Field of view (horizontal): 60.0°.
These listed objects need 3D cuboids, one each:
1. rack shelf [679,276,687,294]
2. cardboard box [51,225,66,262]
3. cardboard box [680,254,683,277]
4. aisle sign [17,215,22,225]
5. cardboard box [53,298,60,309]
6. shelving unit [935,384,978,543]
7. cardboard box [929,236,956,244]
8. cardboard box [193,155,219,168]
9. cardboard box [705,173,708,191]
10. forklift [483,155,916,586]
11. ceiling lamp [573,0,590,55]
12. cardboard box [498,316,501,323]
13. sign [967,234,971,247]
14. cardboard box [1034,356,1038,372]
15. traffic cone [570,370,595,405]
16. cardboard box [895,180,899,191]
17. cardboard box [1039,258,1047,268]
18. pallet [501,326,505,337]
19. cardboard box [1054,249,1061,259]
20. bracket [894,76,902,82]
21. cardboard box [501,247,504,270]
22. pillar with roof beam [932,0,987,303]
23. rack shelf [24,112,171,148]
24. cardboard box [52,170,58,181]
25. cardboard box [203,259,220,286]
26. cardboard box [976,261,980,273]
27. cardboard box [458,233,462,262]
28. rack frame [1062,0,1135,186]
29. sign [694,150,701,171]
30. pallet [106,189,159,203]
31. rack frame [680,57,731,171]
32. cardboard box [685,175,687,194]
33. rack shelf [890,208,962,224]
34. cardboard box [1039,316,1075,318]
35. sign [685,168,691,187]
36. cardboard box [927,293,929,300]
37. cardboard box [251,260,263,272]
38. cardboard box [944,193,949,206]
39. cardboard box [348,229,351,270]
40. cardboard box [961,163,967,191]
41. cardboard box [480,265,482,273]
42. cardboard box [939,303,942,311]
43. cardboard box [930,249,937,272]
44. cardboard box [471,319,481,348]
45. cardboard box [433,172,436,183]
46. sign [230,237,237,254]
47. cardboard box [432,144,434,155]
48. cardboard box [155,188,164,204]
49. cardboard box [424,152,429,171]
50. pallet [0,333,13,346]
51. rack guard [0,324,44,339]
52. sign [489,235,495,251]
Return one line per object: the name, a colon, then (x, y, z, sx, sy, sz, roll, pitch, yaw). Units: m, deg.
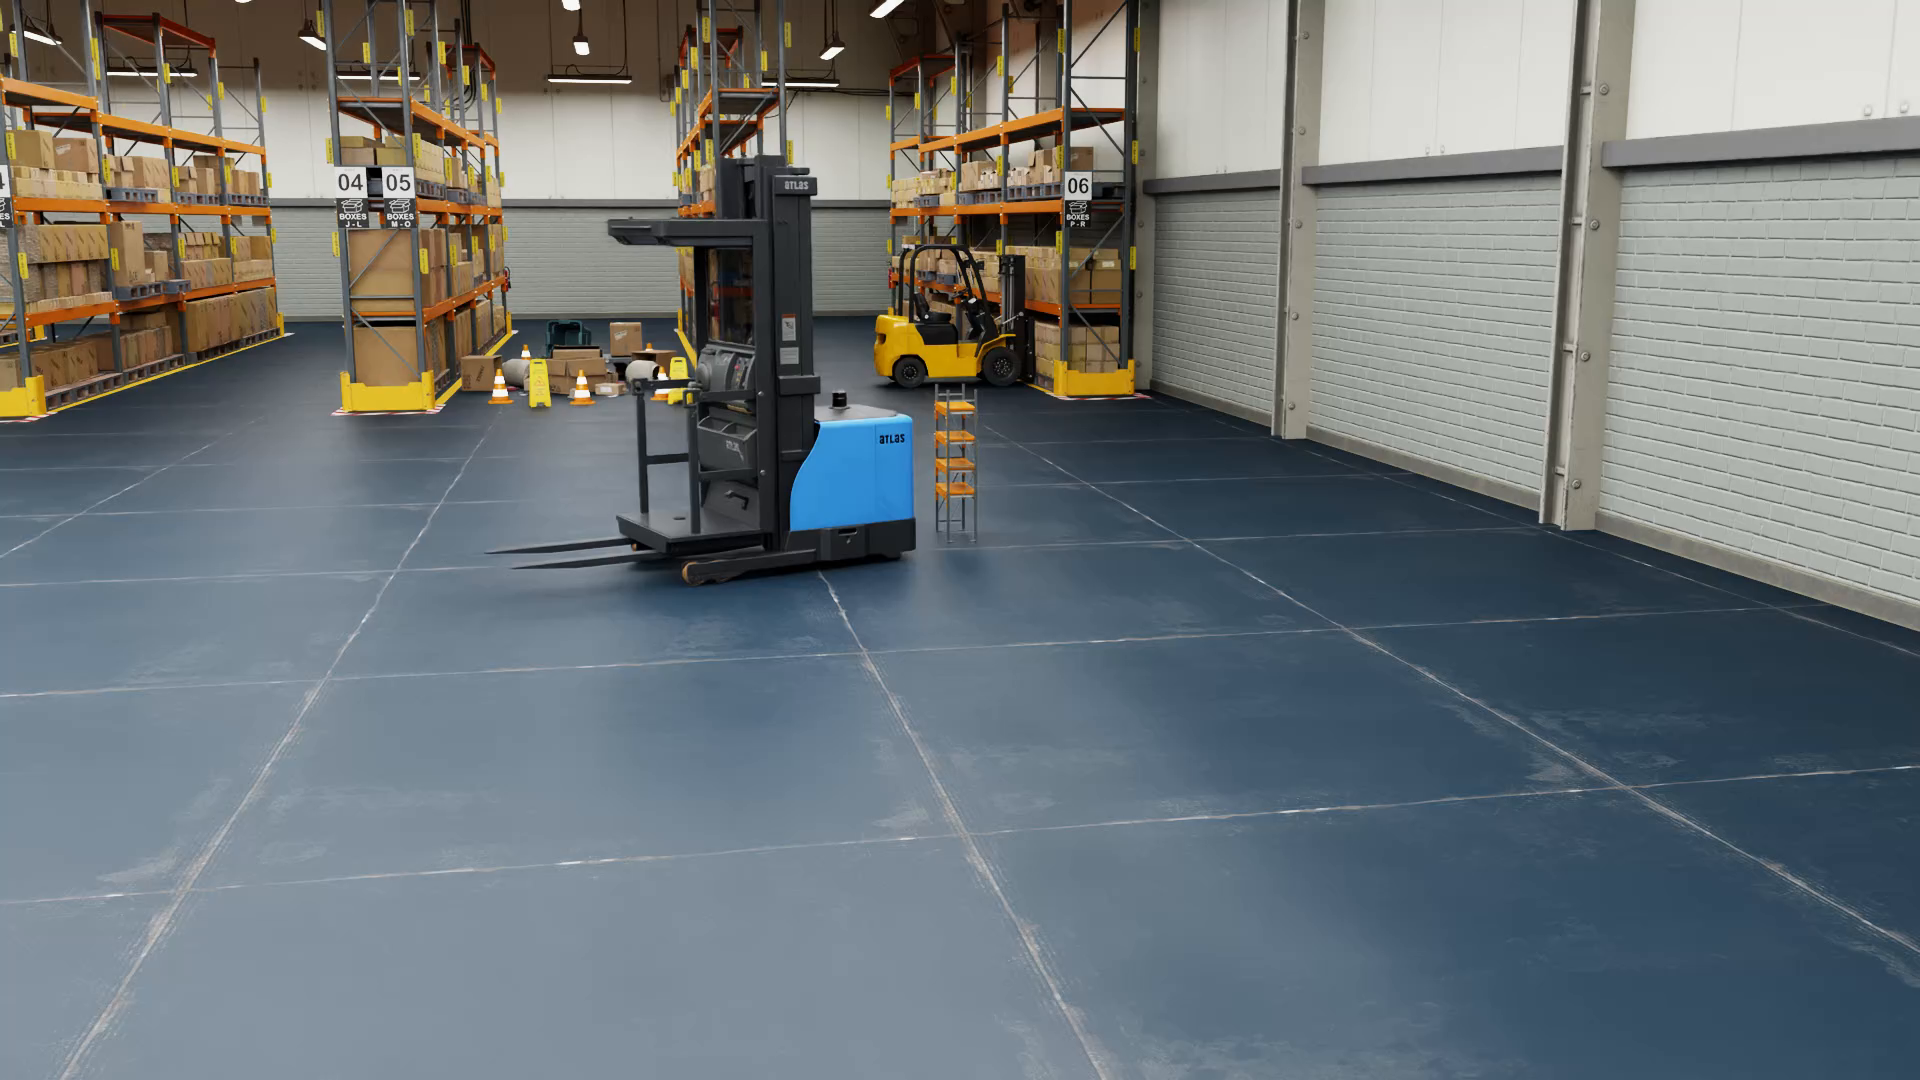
rack shelf: (-5.618, -5.667, 36.870, 1.077, 0.370, 4.000, -2, 11, -11)
cardboard box: (-12.645, -4.073, 22.835, 0.500, 0.500, 0.500, -2, 11, -11)
cardboard box: (-5.989, -6.152, 37.228, 0.500, 0.500, 0.500, -2, 11, -11)
aisle sign: (-20.313, -7.147, 35.773, 0.394, 0.787, 0.004, -2, 11, -11)
cardboard box: (-12.688, -3.259, 22.966, 0.380, 0.149, 0.250, -2, 11, -11)
shelving unit: (-0.032, -0.620, 13.244, 0.258, 1.200, 0.503, -2, 11, -11)
cardboard box: (-0.390, -6.558, 37.230, 0.500, 0.500, 0.500, -2, 11, -13)
cardboard box: (-15.127, -7.612, 33.482, 0.500, 0.250, 0.500, -3, 11, -15)
cardboard box: (-3.562, -5.362, 24.930, 0.500, 0.250, 0.500, -2, 11, -10)
forklift: (-1.858, -1.236, 11.849, 3.031, 2.935, 1.130, -6, 13, -31)
ceiling lamp: (-7.210, -11.235, 32.548, 0.800, 3.185, 2.000, -2, 11, -11)
cardboard box: (-10.132, -4.767, 35.925, 0.380, 0.149, 0.250, -2, 11, -10)
sign: (0.182, -6.424, 35.829, 0.100, 0.325, 0.005, -2, 11, -11)
cardboard box: (1.395, -2.747, 25.840, 0.500, 0.250, 0.500, -2, 11, -10)
traffic cone: (-5.267, -2.135, 23.178, 0.336, 0.463, 0.334, -2, 11, -11)
cardboard box: (-1.219, -8.175, 38.372, 0.500, 0.250, 0.500, -2, 11, -11)
cardboard box: (1.426, -4.243, 25.467, 0.380, 0.149, 0.250, -2, 11, -13)
pallet: (-10.705, -4.654, 37.085, 1.003, 0.211, 1.213, -2, 11, -11)
cardboard box: (1.618, -4.250, 24.704, 0.380, 0.149, 0.250, -2, 11, -11)
bracket: (-1.669, -12.309, 44.171, 0.235, 0.232, 0.430, -2, 11, -11)
cardboard box: (-10.503, -6.311, 37.266, 0.500, 0.500, 0.500, -2, 11, -10)
pillar with roof beam: (-3.835, -8.785, 35.288, 9.100, 9.000, 0.548, -2, 11, -11)
rack shelf: (-13.783, -6.590, 26.745, 1.077, 0.370, 4.000, -2, 11, -11)
cardboard box: (-12.820, -5.078, 23.166, 0.380, 0.149, 0.250, -3, 11, -13)
cardboard box: (-14.393, -5.080, 31.594, 0.500, 0.500, 0.500, -2, 11, -12)
cardboard box: (0.568, -4.901, 29.989, 0.500, 0.250, 0.500, -2, 11, -10)
cardboard box: (-9.210, -5.179, 29.441, 0.700, 0.500, 0.500, -2, 11, -11)
rack frame: (1.973, -6.581, 23.704, 1.000, 3.000, 0.127, -2, 11, -11)
sign: (-4.217, -6.086, 26.692, 0.100, 0.325, 0.005, -2, 11, -11)
pallet: (-13.615, -5.514, 26.625, 1.213, 0.211, 1.003, -2, 11, -11)
rack frame: (-5.229, -8.600, 34.315, 1.000, 3.000, 0.127, -2, 11, -11)
cardboard box: (-5.079, -6.961, 32.335, 0.500, 0.500, 0.500, -2, 11, -10)
rack shelf: (-0.750, -7.321, 37.542, 1.077, 0.370, 4.000, -2, 11, -11)
cardboard box: (1.593, -3.538, 27.321, 0.500, 0.250, 0.500, -2, 11, -12)
sign: (-4.998, -6.667, 30.587, 0.100, 0.325, 0.005, -2, 11, -11)
cardboard box: (-0.493, -5.204, 35.549, 0.380, 0.149, 0.250, -2, 11, -12)
cardboard box: (-15.176, -5.833, 35.428, 0.500, 0.250, 0.500, -3, 11, -13)
cardboard box: (-0.020, -6.678, 32.640, 0.500, 0.250, 0.500, -2, 11, -11)
cardboard box: (-7.963, -4.025, 23.032, 0.875, 0.550, 0.550, -2, 11, -11)
cardboard box: (0.319, -6.737, 30.891, 0.500, 0.500, 0.500, -2, 11, -11)
cardboard box: (-9.696, -5.379, 32.982, 0.380, 0.149, 0.250, -2, 11, -11)
cardboard box: (-0.237, -4.819, 34.319, 0.380, 0.149, 0.250, -2, 11, -9)
cardboard box: (-0.233, -5.754, 34.015, 0.700, 0.500, 0.500, -2, 11, -11)
cardboard box: (-9.175, -3.838, 30.903, 0.500, 0.500, 0.500, -3, 11, -13)
cardboard box: (-7.876, -5.304, 24.301, 0.380, 0.149, 0.250, -2, 11, -12)
sign: (-14.420, -5.844, 32.995, 0.100, 0.325, 0.005, -2, 11, -11)
cardboard box: (-7.881, -5.698, 24.236, 0.380, 0.149, 0.250, -2, 11, -12)
cardboard box: (-13.729, -5.790, 27.975, 0.500, 0.250, 0.500, -2, 11, -11)
cardboard box: (-7.772, -5.339, 23.416, 0.500, 0.250, 0.500, -2, 11, -11)
pallet: (-20.230, -4.101, 34.176, 1.003, 0.211, 1.213, -2, 11, -11)
rack guard: (-20.604, -4.622, 36.145, 1.175, 0.500, 0.348, -2, 11, -11)
sign: (-9.522, -6.044, 33.834, 0.100, 0.325, 0.005, -2, 11, -11)
